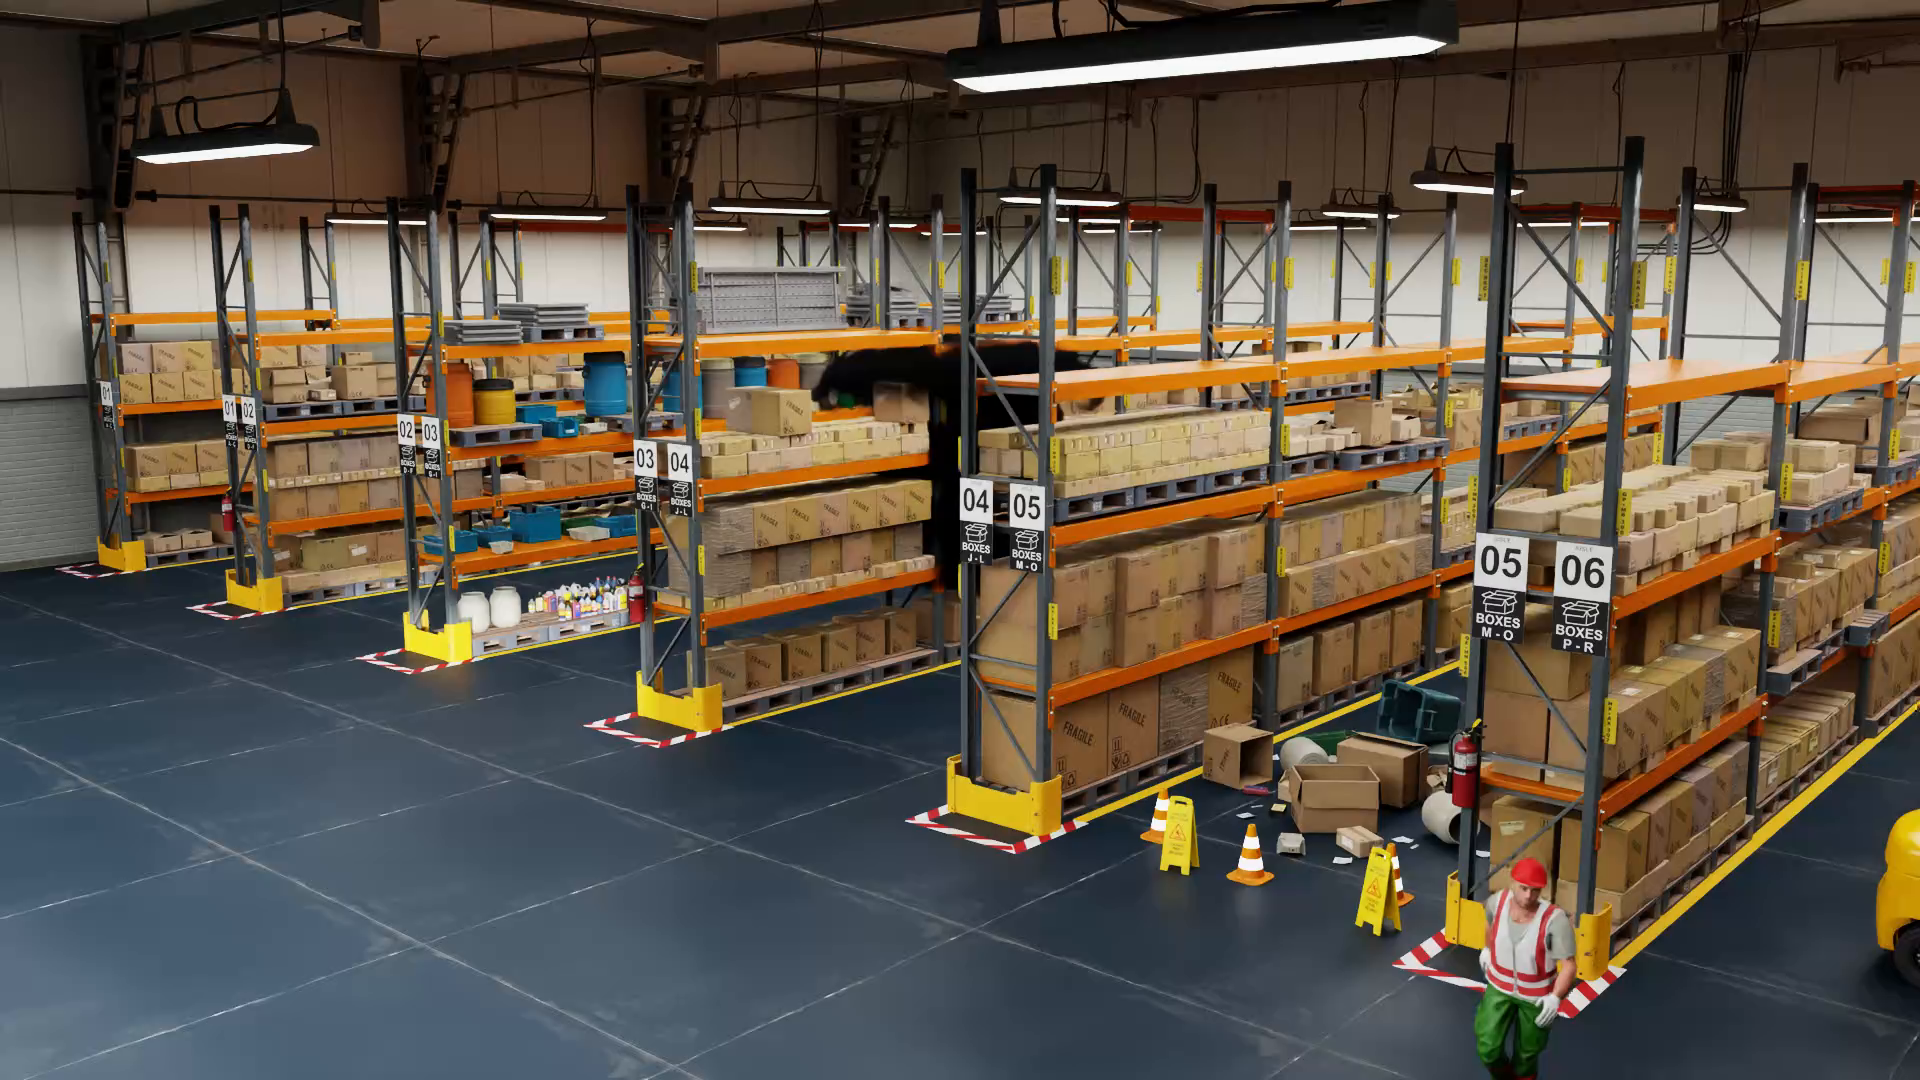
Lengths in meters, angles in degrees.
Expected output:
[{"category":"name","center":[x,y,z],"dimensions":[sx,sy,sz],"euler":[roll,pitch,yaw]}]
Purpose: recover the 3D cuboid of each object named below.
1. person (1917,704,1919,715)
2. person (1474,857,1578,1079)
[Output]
[{"category":"person","center":[9.157,1.845,15.363],"dimensions":[0.591,1.622,0.688],"euler":[5,11,29]},{"category":"person","center":[3.310,2.689,9.837],"dimensions":[0.629,1.734,0.833],"euler":[5,11,30]}]
